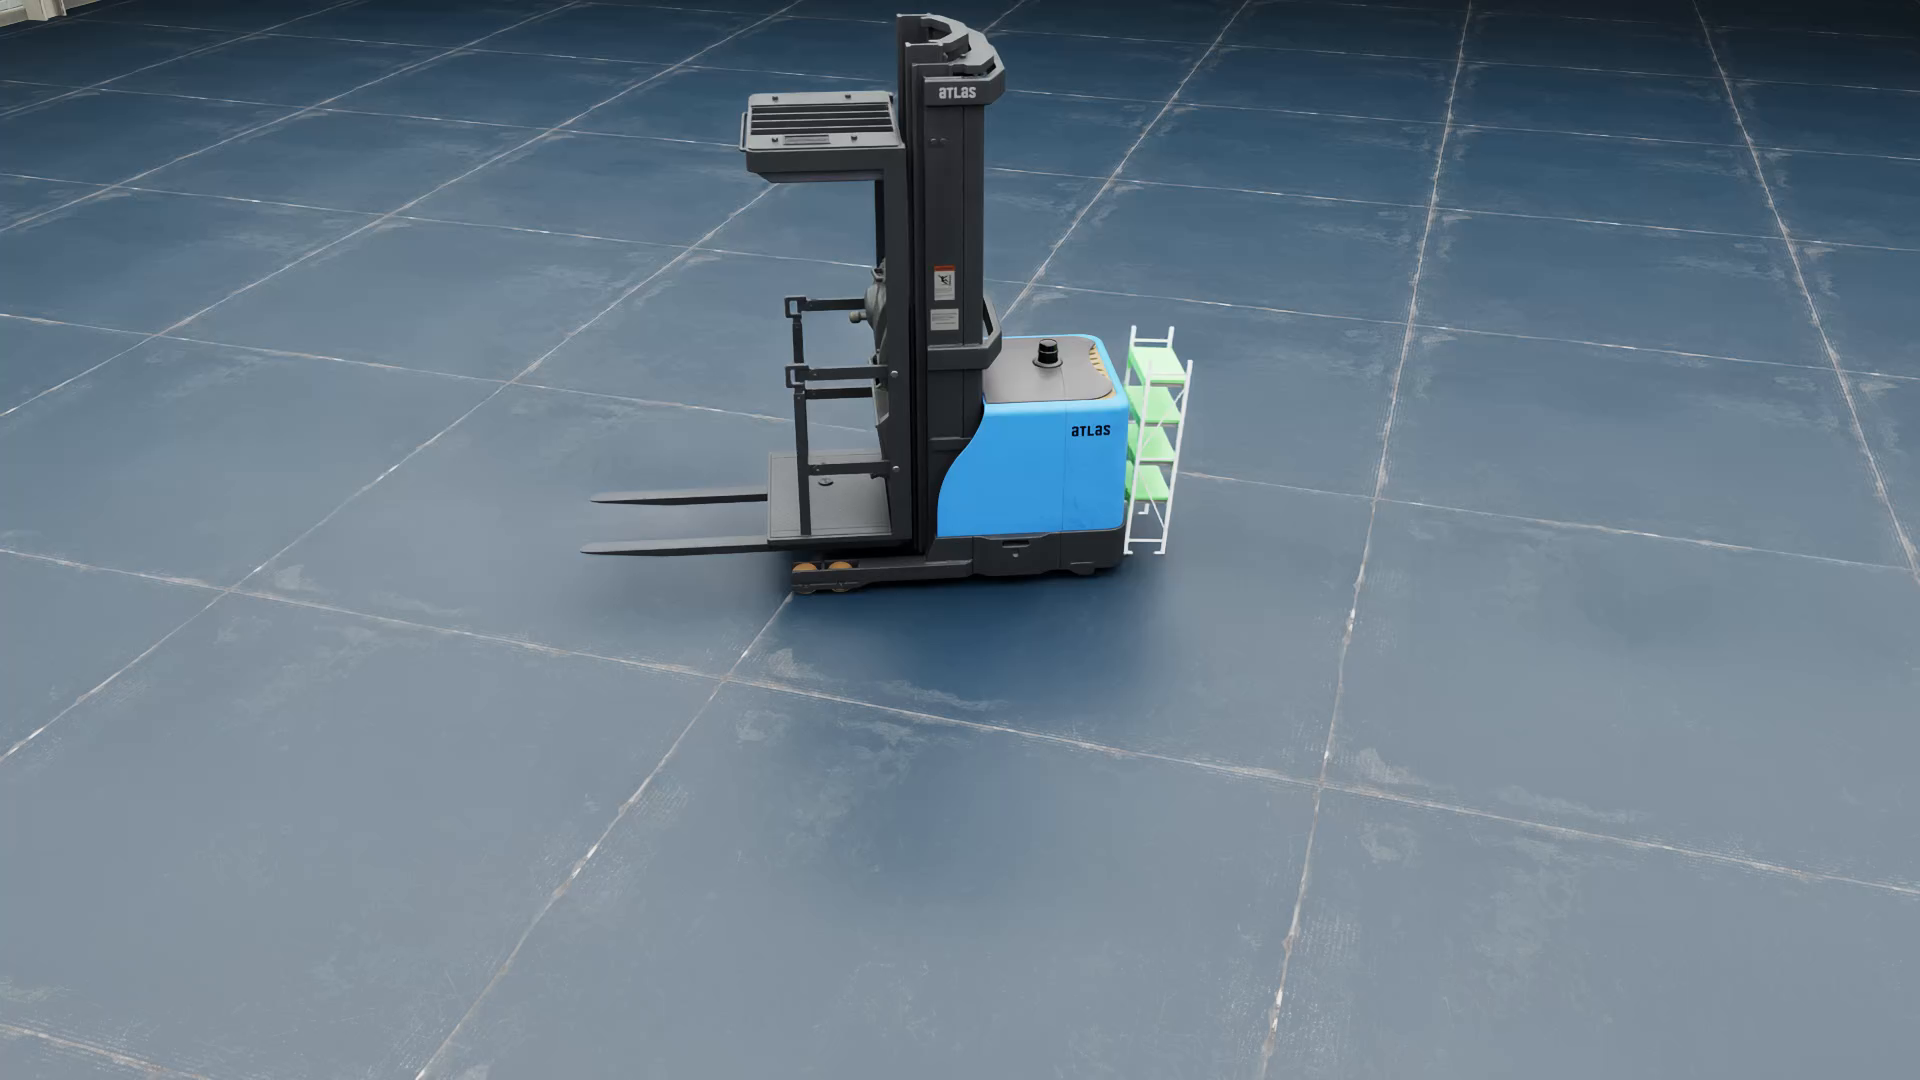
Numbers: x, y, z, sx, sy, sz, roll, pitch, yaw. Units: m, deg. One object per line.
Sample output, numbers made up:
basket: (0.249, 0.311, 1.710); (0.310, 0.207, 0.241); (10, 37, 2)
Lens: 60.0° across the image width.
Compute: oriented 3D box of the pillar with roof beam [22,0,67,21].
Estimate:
pillar with roof beam: (-8.200, -10.369, 19.134); (9.100, 9.000, 0.400); (8, 30, 15)

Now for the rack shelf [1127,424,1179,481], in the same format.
rack shelf: (1.073, -0.512, 9.550); (0.258, 0.148, 0.480); (1, 29, -7)

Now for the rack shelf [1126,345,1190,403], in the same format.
rack shelf: (1.106, -0.932, 9.320); (0.258, 0.148, 0.480); (1, 29, -7)

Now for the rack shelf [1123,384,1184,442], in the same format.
rack shelf: (1.090, -0.722, 9.435); (0.258, 0.148, 0.480); (1, 29, -7)

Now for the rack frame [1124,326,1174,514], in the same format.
rack frame: (1.054, -0.686, 9.731); (0.240, 1.200, 0.015); (1, 29, -7)

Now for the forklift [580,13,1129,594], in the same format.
forklift: (-0.623, -1.252, 8.986); (3.031, 2.935, 1.130); (-3, 29, -5)

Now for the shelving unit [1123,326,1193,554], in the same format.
shelving unit: (1.078, -0.568, 9.519); (0.258, 1.200, 0.503); (1, 29, -7)

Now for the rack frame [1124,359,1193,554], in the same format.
rack frame: (1.101, -0.450, 9.307); (0.240, 1.200, 0.015); (1, 29, -7)

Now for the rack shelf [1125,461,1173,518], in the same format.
rack shelf: (1.057, -0.302, 9.665); (0.258, 0.148, 0.480); (1, 29, -7)
